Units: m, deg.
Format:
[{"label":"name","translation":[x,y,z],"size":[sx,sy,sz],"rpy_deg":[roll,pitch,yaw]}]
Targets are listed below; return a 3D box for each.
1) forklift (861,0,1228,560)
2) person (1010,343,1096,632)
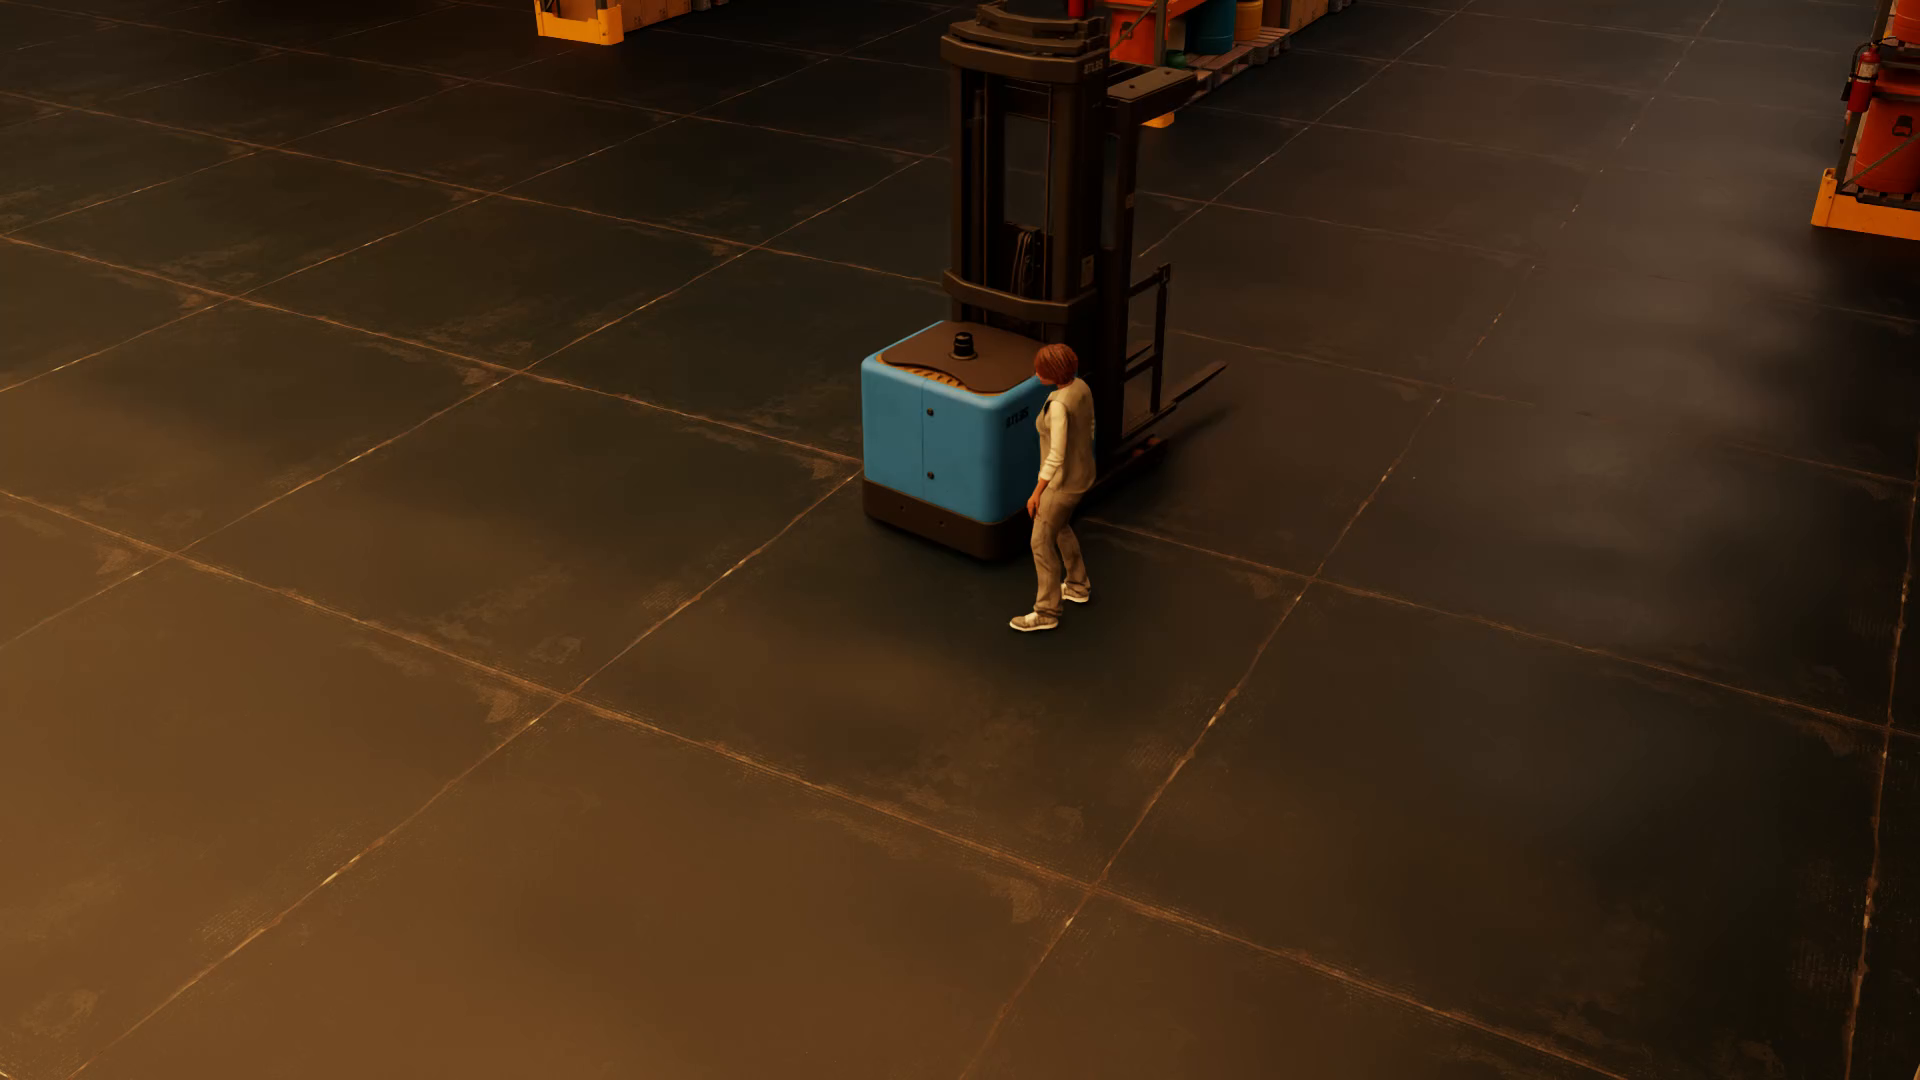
[{"label":"forklift","translation":[0.701,-1.829,10.240],"size":[1.130,2.935,3.031],"rpy_deg":[21,36,32]},{"label":"person","translation":[0.548,-0.311,8.975],"size":[0.341,1.572,0.678],"rpy_deg":[11,32,19]}]
